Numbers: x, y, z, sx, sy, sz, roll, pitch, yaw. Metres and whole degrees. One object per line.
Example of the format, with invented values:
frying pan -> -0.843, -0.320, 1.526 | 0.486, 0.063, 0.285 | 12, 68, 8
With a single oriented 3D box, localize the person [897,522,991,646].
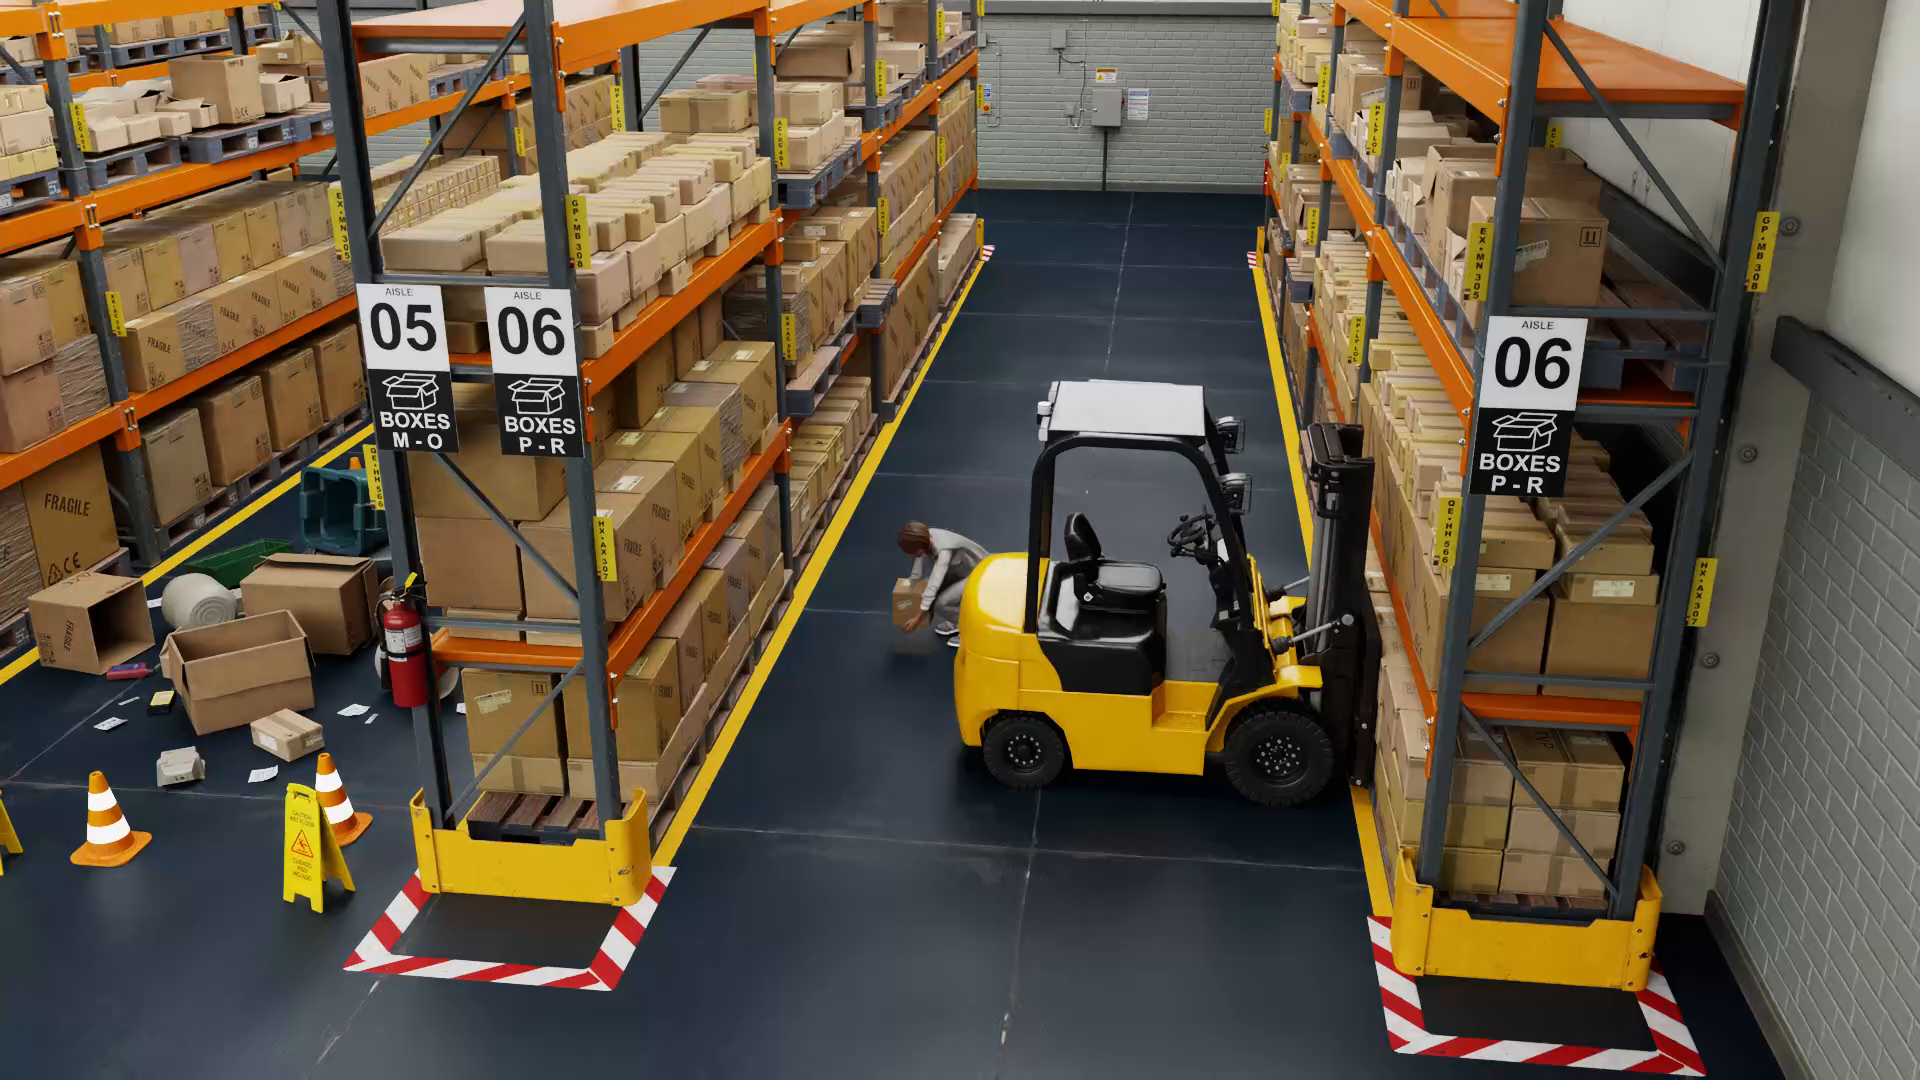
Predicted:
person -> -0.080, 0.275, 11.339 | 0.771, 0.912, 0.451 | -9, 23, -21
